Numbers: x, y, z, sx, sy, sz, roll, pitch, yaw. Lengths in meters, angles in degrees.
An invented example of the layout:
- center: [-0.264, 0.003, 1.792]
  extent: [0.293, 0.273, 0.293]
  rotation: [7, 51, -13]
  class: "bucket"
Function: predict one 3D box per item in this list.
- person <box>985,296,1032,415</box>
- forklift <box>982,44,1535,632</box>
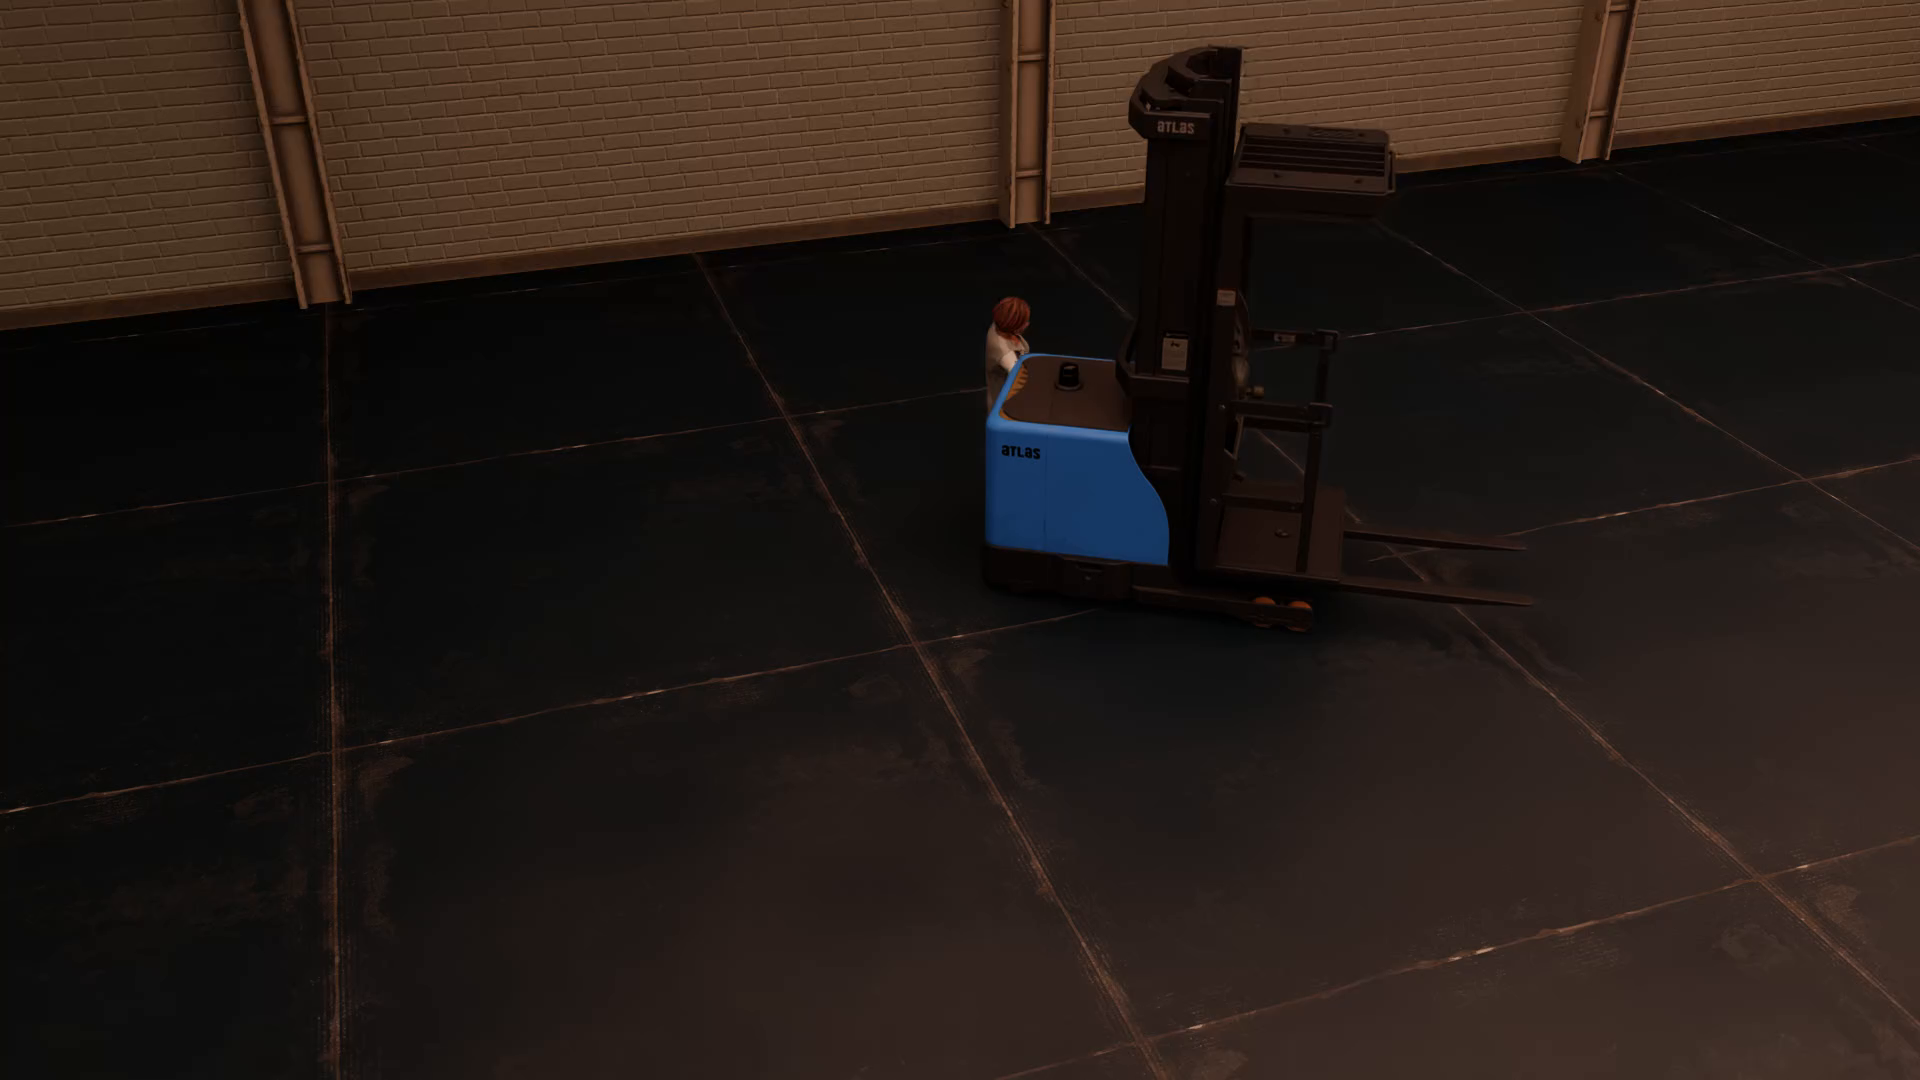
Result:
- center: [0.475, -0.797, 9.966]
  extent: [0.662, 1.425, 0.694]
  rotation: [2, 30, 3]
  class: "person"
- center: [1.697, -1.058, 8.925]
  extent: [3.031, 2.935, 1.130]
  rotation: [6, 31, 11]
  class: "forklift"
